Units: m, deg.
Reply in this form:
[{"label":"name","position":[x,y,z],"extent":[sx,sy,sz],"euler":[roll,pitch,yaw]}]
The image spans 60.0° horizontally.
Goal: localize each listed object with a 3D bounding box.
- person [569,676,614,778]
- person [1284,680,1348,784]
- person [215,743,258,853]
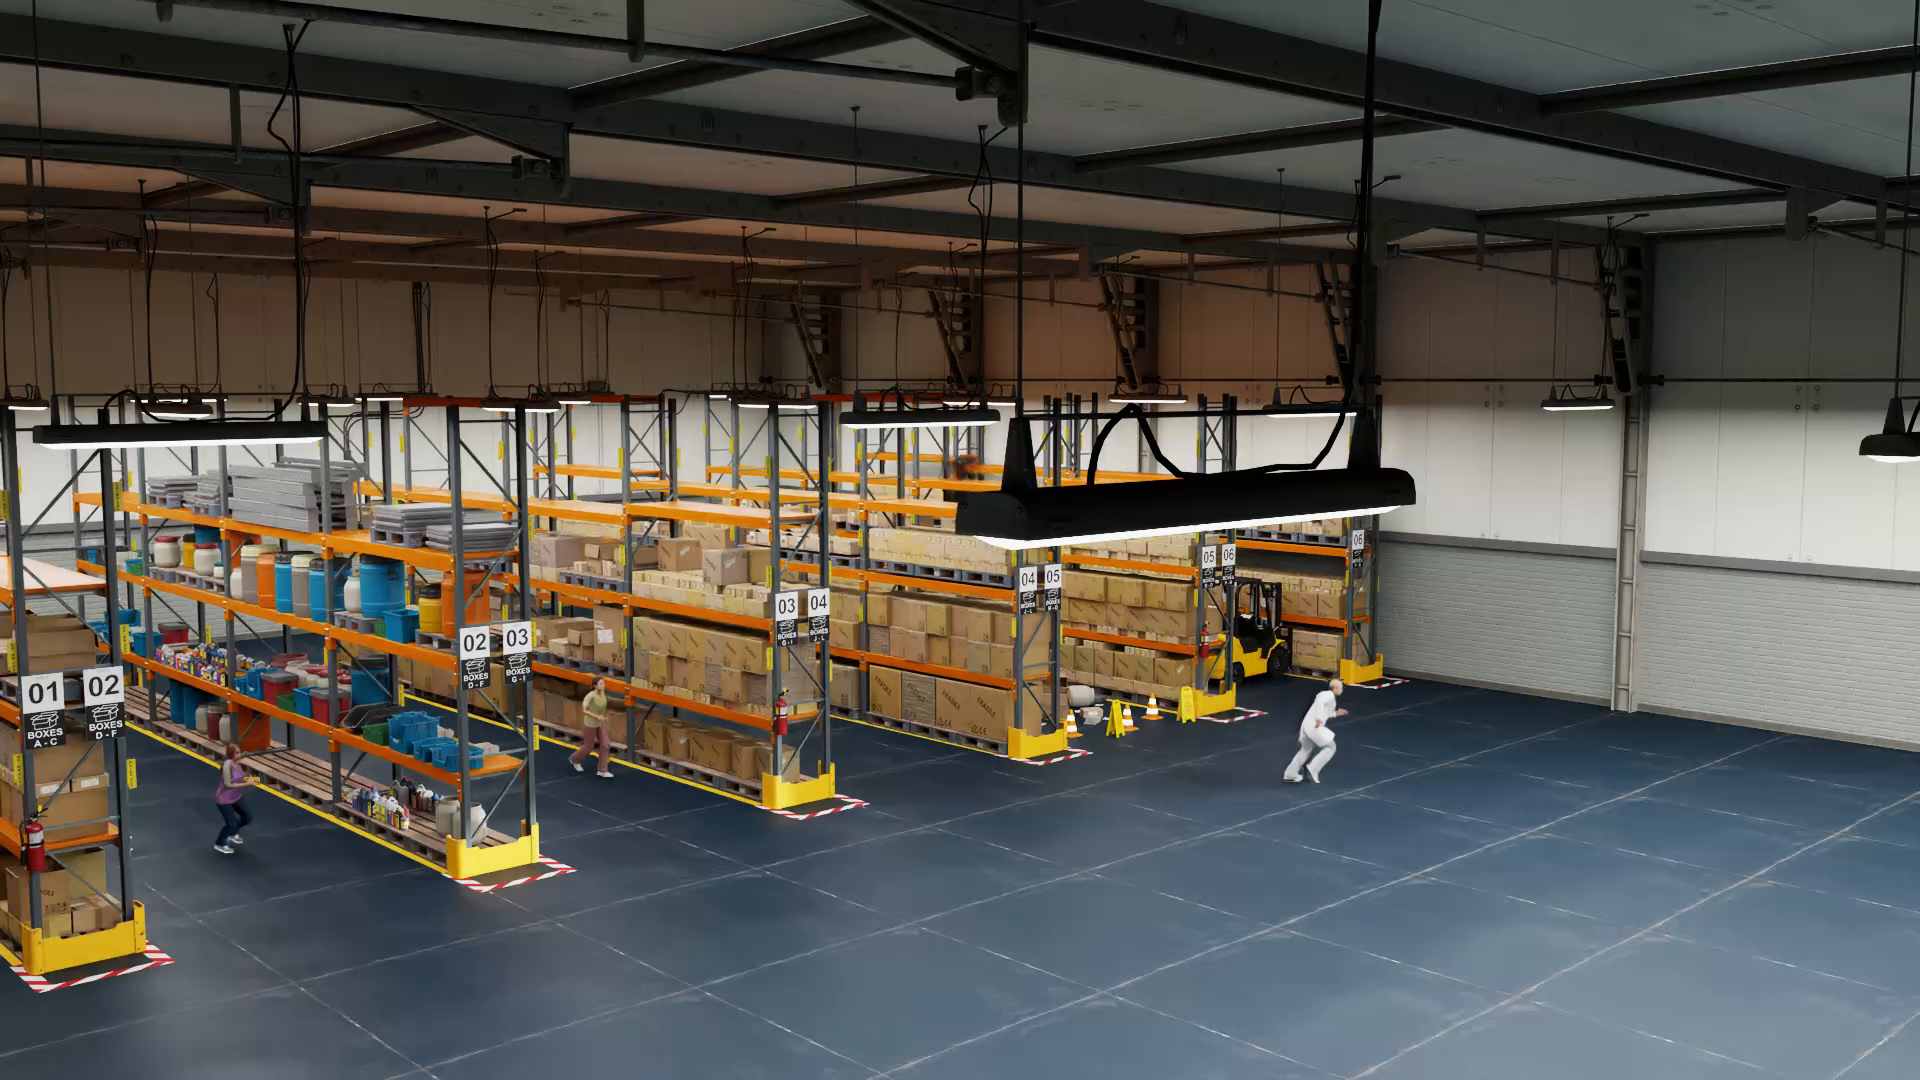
[{"label":"person","position":[-5.900,2.959,26.540],"extent":[0.881,1.632,0.564],"euler":[4,7,34]},{"label":"person","position":[5.585,3.014,26.003],"extent":[1.033,1.659,0.744],"euler":[0,6,-5]},{"label":"person","position":[-9.630,3.448,22.116],"extent":[0.765,1.534,0.592],"euler":[1,6,11]}]
